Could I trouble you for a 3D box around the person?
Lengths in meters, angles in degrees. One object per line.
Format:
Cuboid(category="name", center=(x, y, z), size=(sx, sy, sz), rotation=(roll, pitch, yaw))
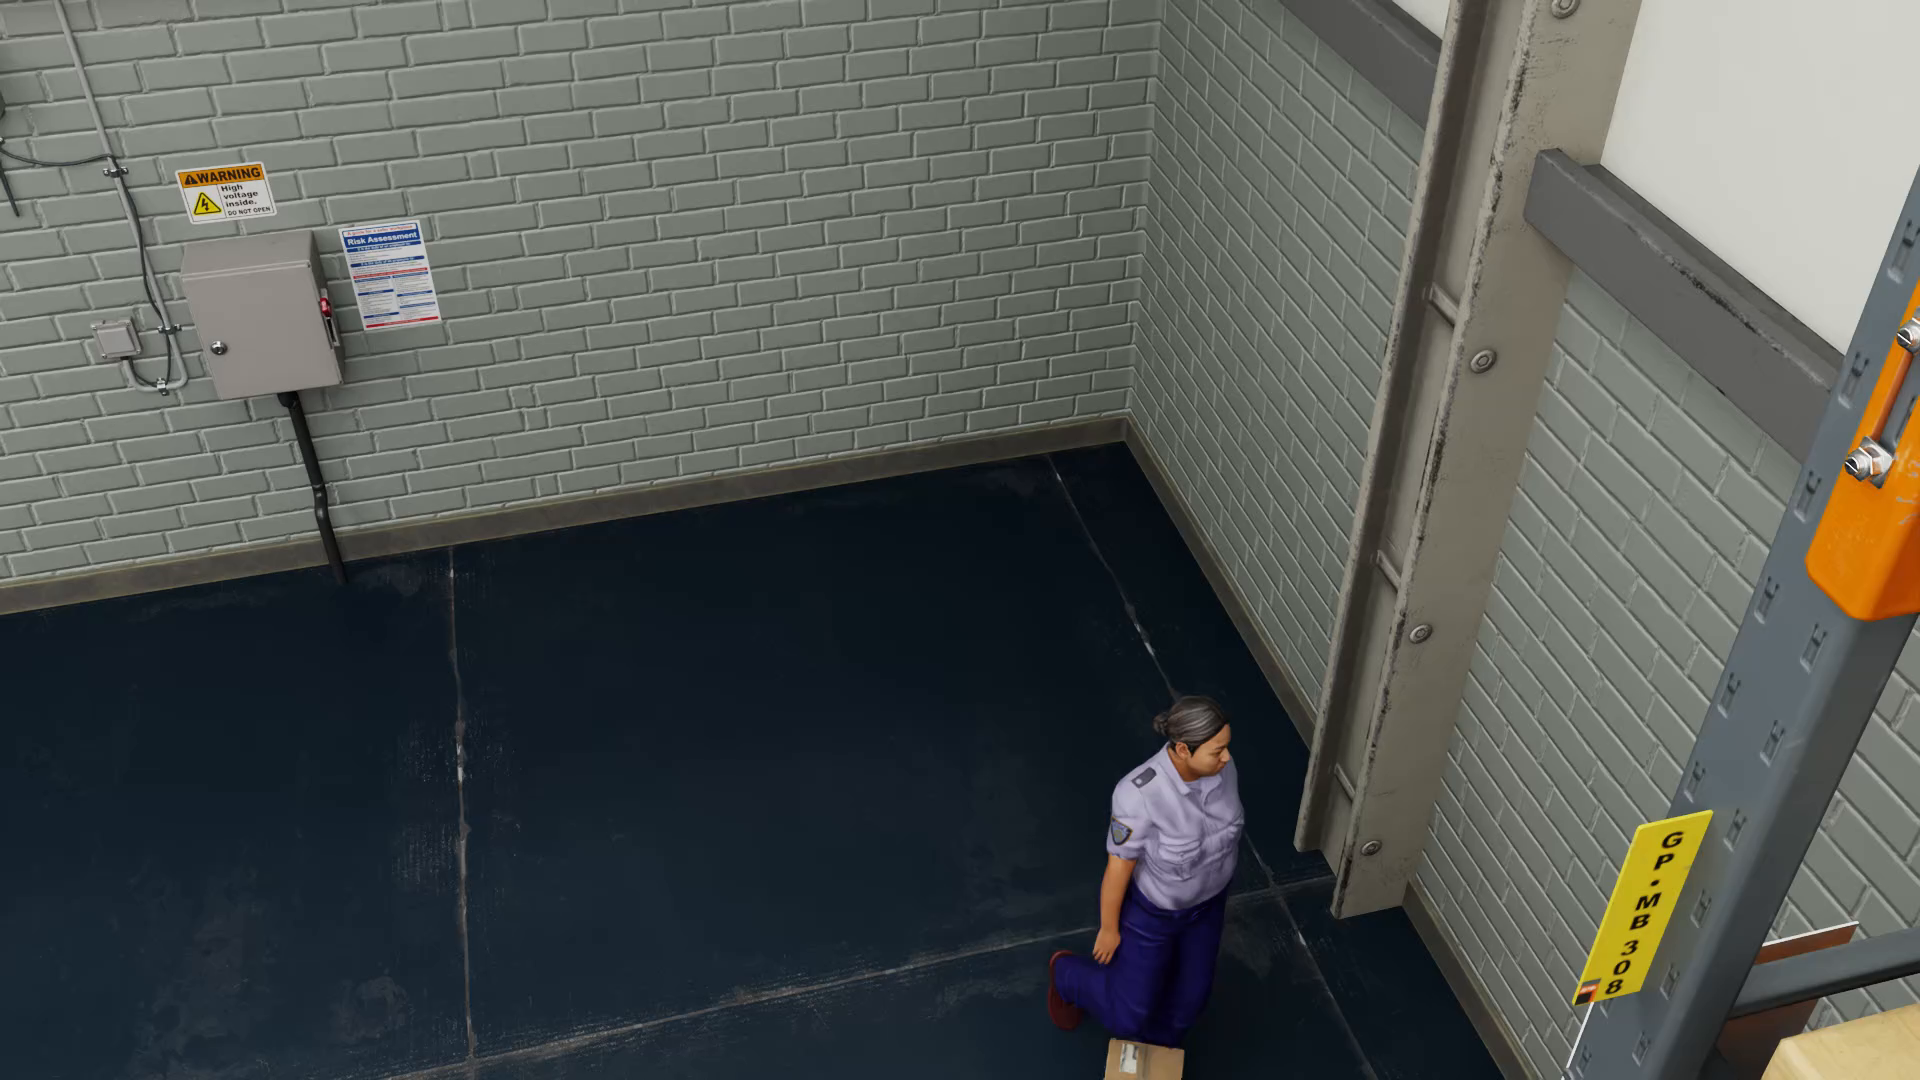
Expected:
Cuboid(category="person", center=(0.626, 1.129, 5.282), size=(0.534, 1.625, 0.611), rotation=(-21, 43, -24))
